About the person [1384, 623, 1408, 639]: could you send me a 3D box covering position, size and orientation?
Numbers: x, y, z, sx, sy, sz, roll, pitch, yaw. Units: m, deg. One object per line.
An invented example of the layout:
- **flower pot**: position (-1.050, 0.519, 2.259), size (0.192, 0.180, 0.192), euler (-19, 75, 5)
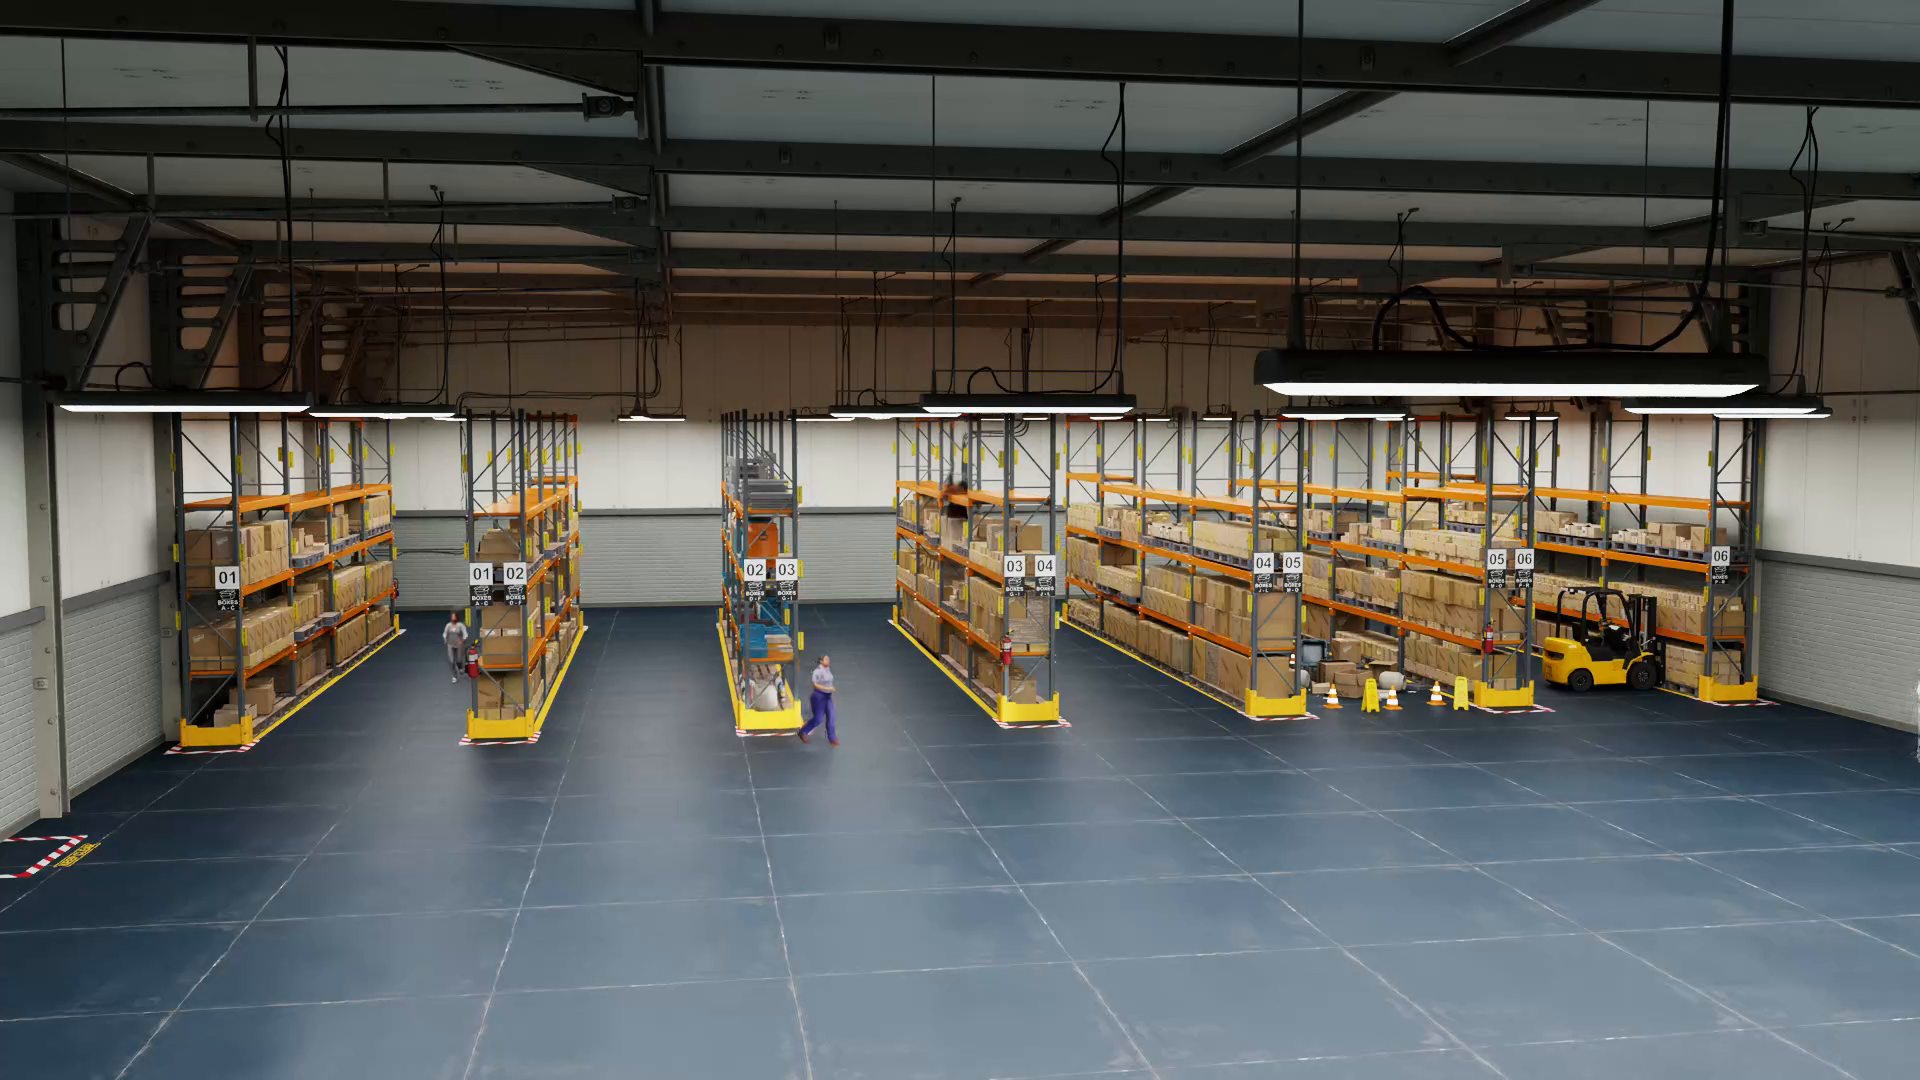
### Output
- **person**: position (11.302, 1.878, 43.191), size (0.632, 1.719, 1.096), euler (-1, 4, -12)

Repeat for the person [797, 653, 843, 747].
- **person**: position (-2.481, 2.849, 29.560), size (0.825, 1.675, 0.626), euler (1, 4, 20)

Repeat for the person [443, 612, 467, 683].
- **person**: position (-11.220, 2.372, 36.934), size (0.535, 1.548, 0.567), euler (-1, 4, -8)
